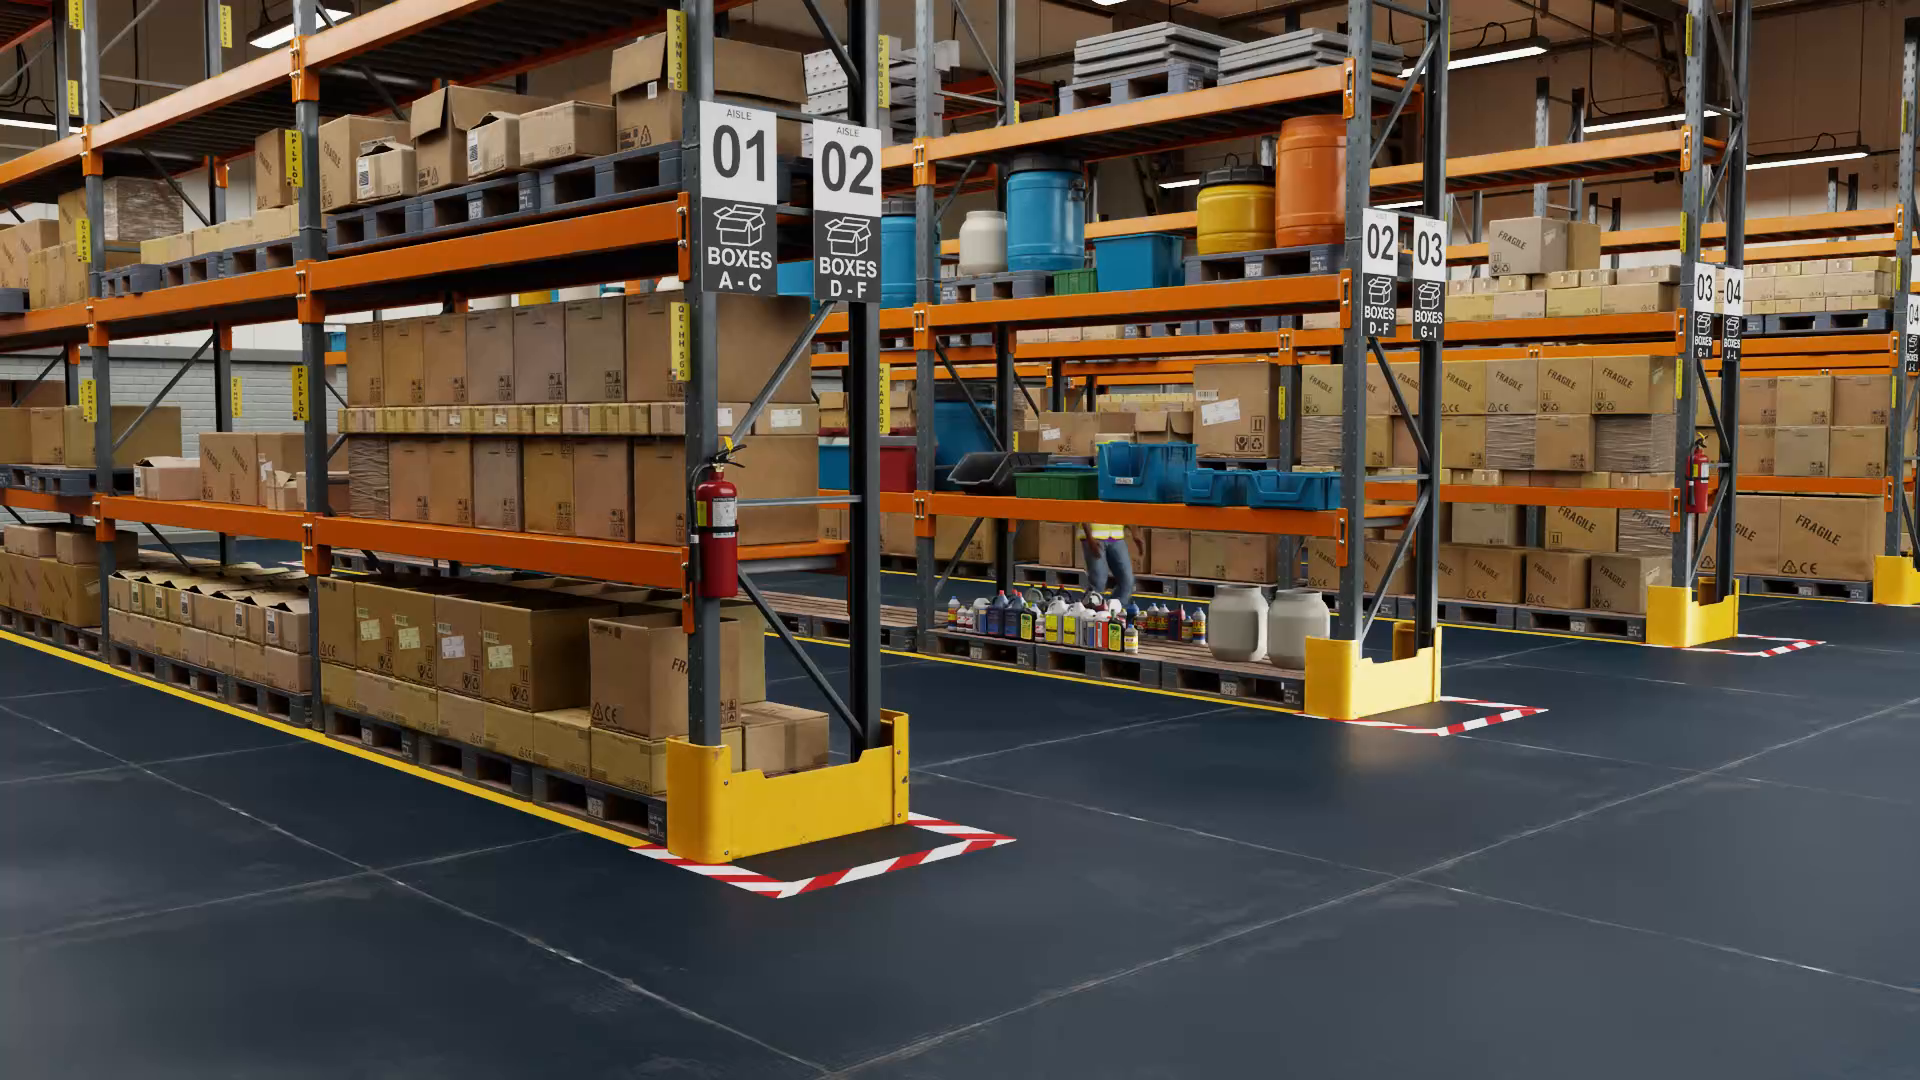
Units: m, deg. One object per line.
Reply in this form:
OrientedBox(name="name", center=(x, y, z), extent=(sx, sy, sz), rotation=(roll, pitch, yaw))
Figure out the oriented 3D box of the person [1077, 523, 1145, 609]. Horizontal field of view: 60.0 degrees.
OrientedBox(name="person", center=(1.317, 0.009, 14.622), extent=(0.602, 1.682, 0.511), rotation=(-2, 4, -28))
